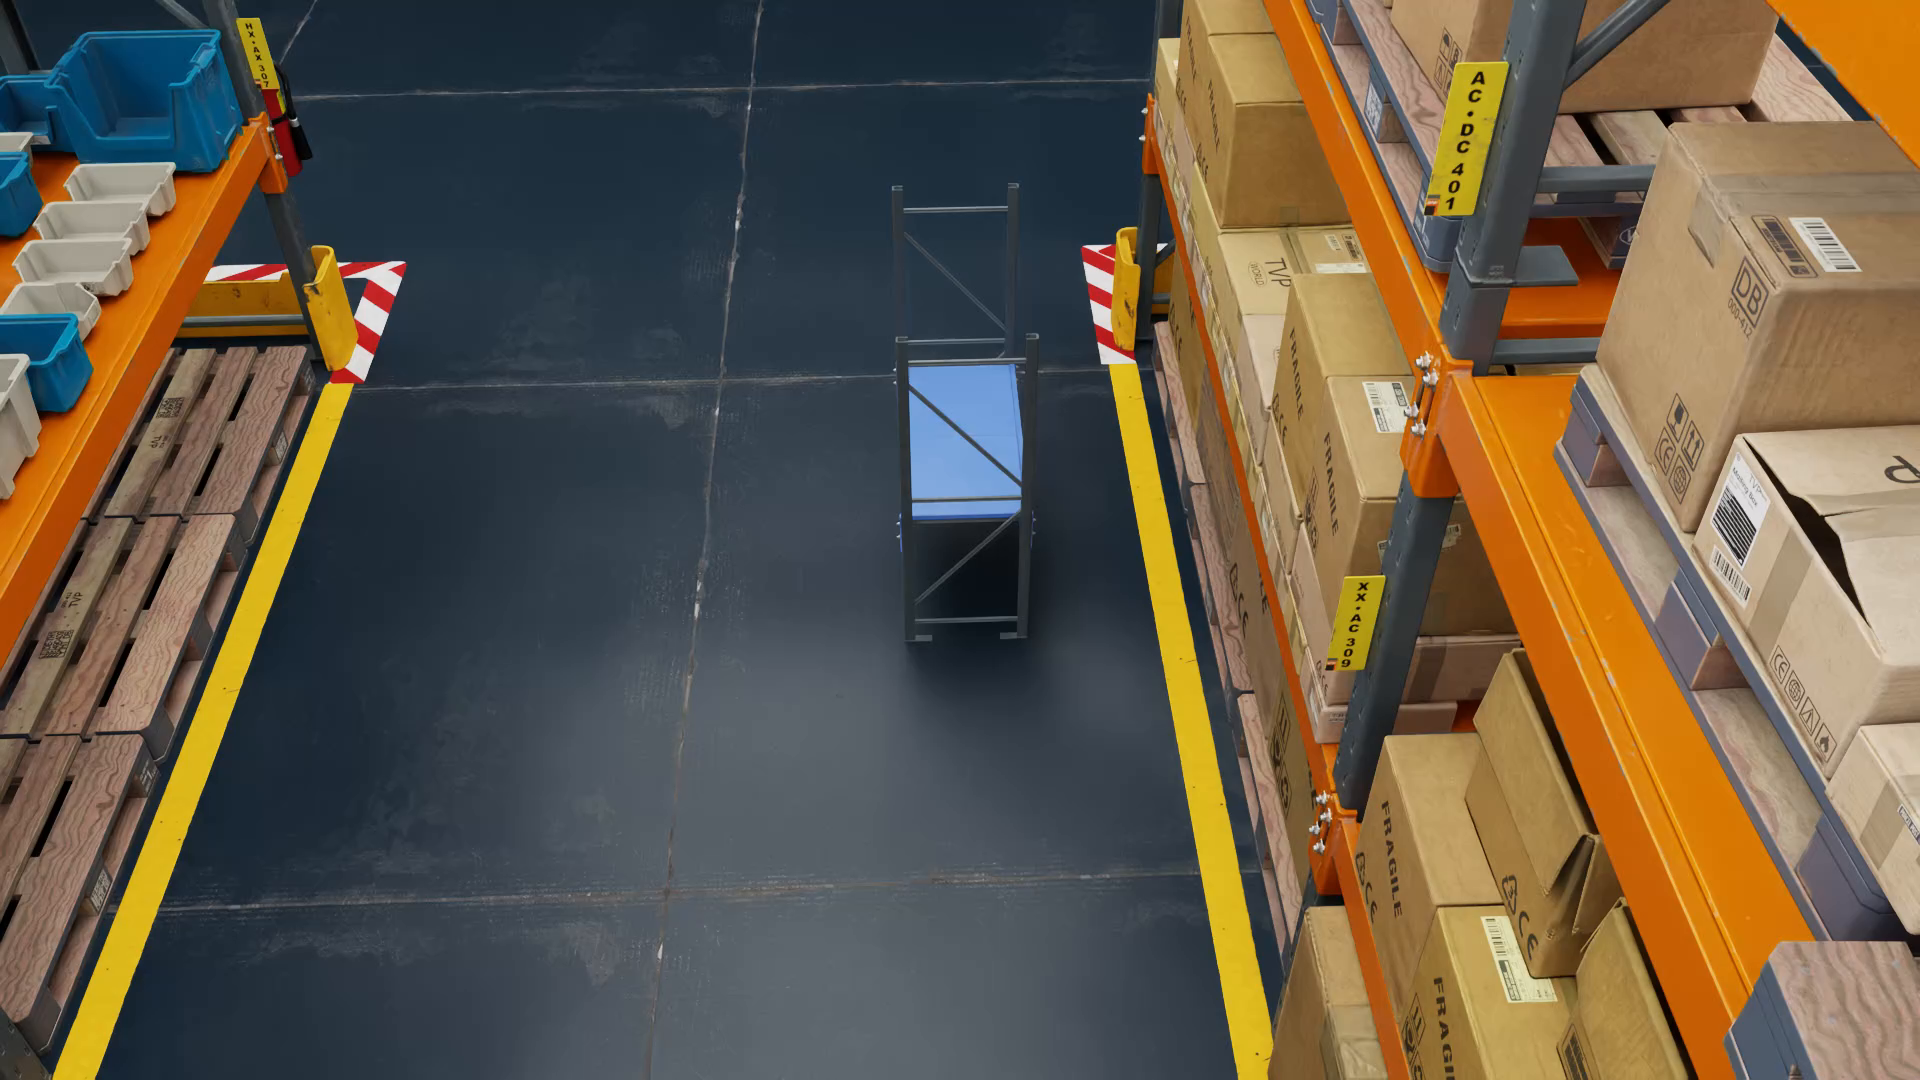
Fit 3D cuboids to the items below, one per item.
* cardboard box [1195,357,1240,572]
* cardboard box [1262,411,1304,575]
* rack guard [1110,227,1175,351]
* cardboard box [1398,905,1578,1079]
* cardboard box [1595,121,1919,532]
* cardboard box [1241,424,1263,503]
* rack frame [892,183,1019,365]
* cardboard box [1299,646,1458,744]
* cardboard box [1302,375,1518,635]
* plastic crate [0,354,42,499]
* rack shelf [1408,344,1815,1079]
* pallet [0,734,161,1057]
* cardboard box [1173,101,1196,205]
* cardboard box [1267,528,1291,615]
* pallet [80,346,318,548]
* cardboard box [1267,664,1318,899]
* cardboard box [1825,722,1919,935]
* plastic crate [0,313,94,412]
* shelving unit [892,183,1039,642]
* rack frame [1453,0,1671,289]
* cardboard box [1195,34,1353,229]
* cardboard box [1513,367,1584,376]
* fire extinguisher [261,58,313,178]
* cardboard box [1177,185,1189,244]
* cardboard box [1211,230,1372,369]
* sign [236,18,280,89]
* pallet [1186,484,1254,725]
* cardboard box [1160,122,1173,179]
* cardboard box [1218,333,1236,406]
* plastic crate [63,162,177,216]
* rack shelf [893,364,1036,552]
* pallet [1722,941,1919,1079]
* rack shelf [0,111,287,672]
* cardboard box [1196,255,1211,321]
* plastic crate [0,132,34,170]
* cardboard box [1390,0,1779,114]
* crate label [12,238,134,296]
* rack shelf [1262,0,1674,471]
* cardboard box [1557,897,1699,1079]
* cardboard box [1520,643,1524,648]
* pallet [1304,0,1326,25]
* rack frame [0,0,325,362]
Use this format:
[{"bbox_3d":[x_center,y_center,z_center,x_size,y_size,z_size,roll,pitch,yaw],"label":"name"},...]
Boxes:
[{"bbox_3d":[1.504,-0.488,6.824,0.875,0.875,0.875,-2,43,-2],"label":"cardboard box"},{"bbox_3d":[1.223,-0.155,5.090,0.500,0.250,0.500,0,43,-1],"label":"cardboard box"},{"bbox_3d":[1.357,-1.255,8.250,1.175,0.500,0.348,-2,43,-2],"label":"rack guard"},{"bbox_3d":[1.320,1.160,3.691,0.500,0.500,0.500,-2,43,-2],"label":"cardboard box"},{"bbox_3d":[1.563,-0.366,2.825,0.700,0.500,0.500,-1,43,-1],"label":"cardboard box"},{"bbox_3d":[1.144,-0.259,5.498,0.380,0.149,0.250,-1,43,-1],"label":"cardboard box"},{"bbox_3d":[-0.018,-0.838,7.055,0.500,1.500,0.032,-2,43,-2],"label":"rack frame"},{"bbox_3d":[1.188,0.436,4.740,0.380,0.149,0.250,-1,43,-2],"label":"cardboard box"},{"bbox_3d":[1.241,-0.094,4.468,0.500,0.500,0.500,-1,43,-1],"label":"cardboard box"},{"bbox_3d":[-3.301,-0.333,5.436,0.437,0.282,0.530,-2,43,-2],"label":"plastic crate"},{"bbox_3d":[1.613,1.049,2.198,1.077,0.370,4.000,-2,43,-2],"label":"rack shelf"},{"bbox_3d":[-3.491,1.214,5.769,1.003,0.211,1.213,-2,43,-2],"label":"pallet"},{"bbox_3d":[1.137,-1.533,6.593,0.500,0.250,0.500,-2,43,-2],"label":"cardboard box"},{"bbox_3d":[1.166,0.089,5.119,0.380,0.149,0.250,-2,43,-3],"label":"cardboard box"},{"bbox_3d":[-3.594,-0.433,7.566,1.003,0.211,1.213,-2,43,-2],"label":"pallet"},{"bbox_3d":[1.580,0.720,5.506,0.875,0.875,0.875,-2,43,-2],"label":"cardboard box"},{"bbox_3d":[1.441,0.381,2.269,0.380,0.149,0.250,-3,43,-4],"label":"cardboard box"},{"bbox_3d":[-3.247,-0.600,5.764,0.416,0.233,0.300,-2,43,-2],"label":"plastic crate"},{"bbox_3d":[0.004,-0.495,6.680,0.538,1.500,1.048,-2,43,-2],"label":"shelving unit"},{"bbox_3d":[1.528,-1.672,2.414,1.000,3.000,0.127,-2,43,-2],"label":"rack frame"},{"bbox_3d":[1.158,-1.473,5.973,0.500,0.500,0.500,-3,43,-3],"label":"cardboard box"},{"bbox_3d":[1.763,-0.122,4.499,0.500,0.500,0.500,-2,43,-2],"label":"cardboard box"},{"bbox_3d":[-3.143,-1.967,7.510,0.296,0.674,0.183,-2,43,-2],"label":"fire extinguisher"},{"bbox_3d":[1.079,-1.297,6.631,0.380,0.149,0.250,-2,43,-2],"label":"cardboard box"},{"bbox_3d":[1.183,-0.841,5.839,0.500,0.250,0.500,-2,43,-3],"label":"cardboard box"},{"bbox_3d":[-3.041,-2.105,7.206,0.100,0.325,0.005,-2,43,-2],"label":"sign"},{"bbox_3d":[1.519,0.226,6.847,1.003,0.211,1.213,-2,43,-2],"label":"pallet"},{"bbox_3d":[1.056,-1.646,7.012,0.380,0.149,0.250,-2,43,-2],"label":"cardboard box"},{"bbox_3d":[1.123,-0.604,5.874,0.380,0.149,0.250,-1,43,-1],"label":"cardboard box"},{"bbox_3d":[-3.375,-1.398,6.706,0.396,0.136,0.243,-2,43,-2],"label":"plastic crate"},{"bbox_3d":[0.004,-0.363,6.802,0.538,0.185,1.000,-2,43,-2],"label":"rack shelf"},{"bbox_3d":[1.567,1.016,1.842,1.003,0.211,1.213,0,43,0],"label":"pallet"},{"bbox_3d":[-3.505,-0.403,6.002,1.077,0.370,4.000,-2,43,-2],"label":"rack shelf"},{"bbox_3d":[1.101,-0.951,6.254,0.380,0.149,0.250,-2,43,-2],"label":"cardboard box"},{"bbox_3d":[-3.978,-1.548,6.870,0.250,0.136,0.298,-2,43,-2],"label":"plastic crate"},{"bbox_3d":[1.435,-1.321,3.793,0.700,0.500,0.500,-4,43,-4],"label":"cardboard box"},{"bbox_3d":[-3.341,-1.015,6.288,0.396,0.136,0.243,-2,43,-2],"label":"crate label"},{"bbox_3d":[1.443,-1.651,5.144,1.077,0.370,4.000,-2,43,-2],"label":"rack shelf"},{"bbox_3d":[1.581,1.028,3.093,0.797,0.503,0.637,-1,43,-1],"label":"cardboard box"},{"bbox_3d":[1.770,0.161,4.746,0.500,0.250,0.500,-2,43,-3],"label":"cardboard box"},{"bbox_3d":[1.455,-1.908,4.957,1.003,0.211,1.213,-2,43,-2],"label":"pallet"},{"bbox_3d":[-3.590,-2.019,7.232,1.000,3.000,0.127,-2,43,-2],"label":"rack frame"}]
